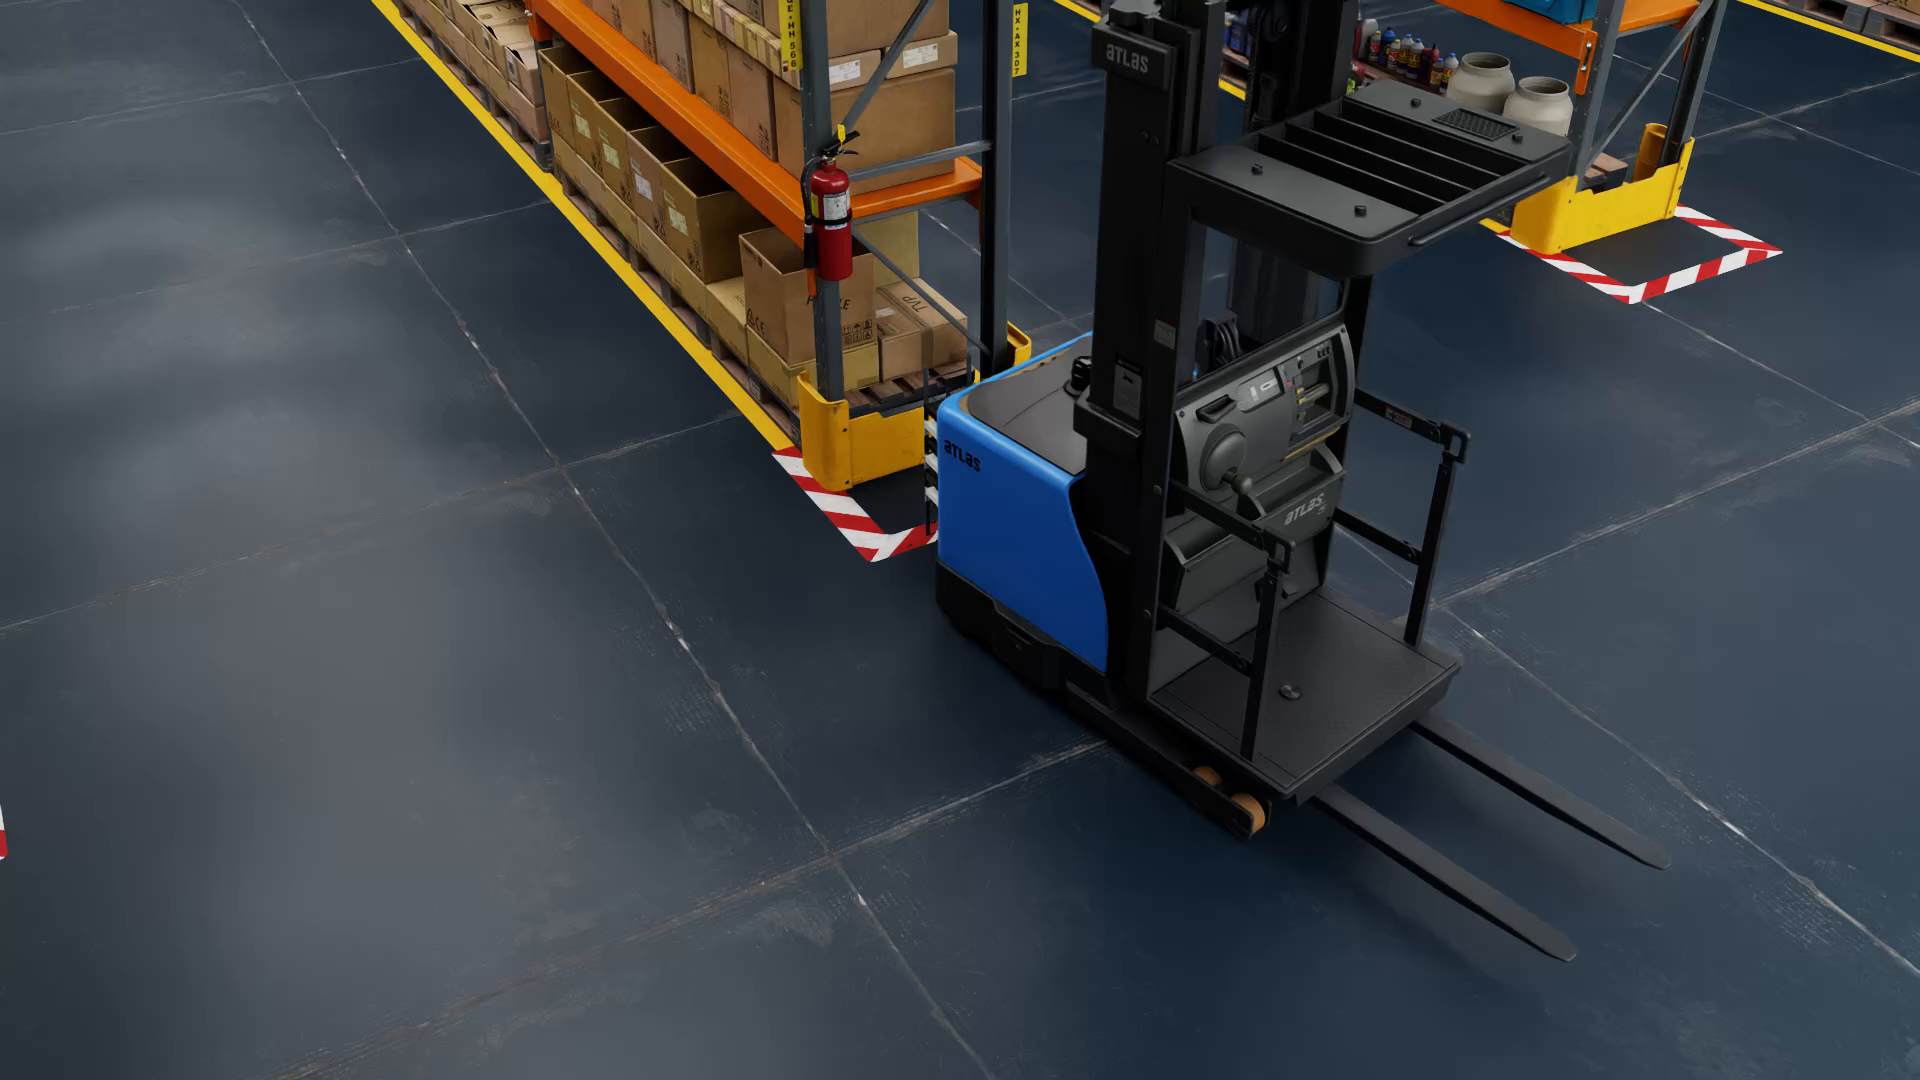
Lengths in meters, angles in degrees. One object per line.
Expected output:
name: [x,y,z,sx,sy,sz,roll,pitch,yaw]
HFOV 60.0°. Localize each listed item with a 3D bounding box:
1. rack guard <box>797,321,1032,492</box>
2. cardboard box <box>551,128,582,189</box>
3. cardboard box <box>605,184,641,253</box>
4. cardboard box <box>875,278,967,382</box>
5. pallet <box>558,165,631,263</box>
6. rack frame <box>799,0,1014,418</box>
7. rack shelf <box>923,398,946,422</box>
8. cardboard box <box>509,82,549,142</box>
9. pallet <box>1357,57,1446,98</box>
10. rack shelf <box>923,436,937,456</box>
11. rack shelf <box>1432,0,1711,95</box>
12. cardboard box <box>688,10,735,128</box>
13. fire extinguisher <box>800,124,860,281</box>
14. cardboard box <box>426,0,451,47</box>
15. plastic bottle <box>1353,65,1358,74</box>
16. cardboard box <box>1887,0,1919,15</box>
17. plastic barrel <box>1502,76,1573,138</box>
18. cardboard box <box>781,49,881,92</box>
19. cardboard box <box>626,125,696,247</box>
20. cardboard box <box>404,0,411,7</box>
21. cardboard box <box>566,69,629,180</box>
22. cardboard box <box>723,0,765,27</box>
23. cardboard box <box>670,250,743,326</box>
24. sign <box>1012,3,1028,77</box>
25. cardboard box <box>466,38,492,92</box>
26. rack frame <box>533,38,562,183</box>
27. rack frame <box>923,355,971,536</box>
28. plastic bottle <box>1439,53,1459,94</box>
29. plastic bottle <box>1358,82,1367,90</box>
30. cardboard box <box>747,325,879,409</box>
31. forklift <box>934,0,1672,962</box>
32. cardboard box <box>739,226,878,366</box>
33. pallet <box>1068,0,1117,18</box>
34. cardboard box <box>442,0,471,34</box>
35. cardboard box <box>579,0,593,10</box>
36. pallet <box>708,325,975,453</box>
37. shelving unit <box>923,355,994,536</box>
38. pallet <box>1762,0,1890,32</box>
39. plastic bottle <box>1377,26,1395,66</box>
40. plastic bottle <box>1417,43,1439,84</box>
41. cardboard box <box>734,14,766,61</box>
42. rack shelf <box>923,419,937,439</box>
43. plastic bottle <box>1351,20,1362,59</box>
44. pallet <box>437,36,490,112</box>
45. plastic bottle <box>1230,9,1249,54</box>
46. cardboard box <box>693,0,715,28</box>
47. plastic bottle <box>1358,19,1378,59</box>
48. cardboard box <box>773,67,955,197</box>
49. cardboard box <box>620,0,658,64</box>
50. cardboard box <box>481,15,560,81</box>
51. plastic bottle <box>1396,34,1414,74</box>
rack guard: [-0.212,-0.682,8.260,1.175,0.500,0.348,-19,40,-24]
cardboard box: [-2.263,-2.476,10.572,0.500,0.250,0.500,-19,40,-24]
cardboard box: [-1.770,-1.963,9.870,0.500,0.250,0.500,-19,40,-24]
cardboard box: [-0.302,-1.102,8.691,0.500,0.250,0.500,-19,40,-24]
pallet: [-1.871,-2.199,10.582,1.003,0.211,1.213,-19,40,-24]
rack frame: [-0.225,-1.704,7.539,1.000,3.000,0.127,-19,40,-24]
rack shelf: [-0.004,-0.559,7.350,0.258,0.077,0.200,-19,40,-24]
cardboard box: [-2.693,-2.928,11.191,0.500,0.250,0.500,-19,40,-24]
pallet: [2.969,-3.105,11.823,1.003,0.211,1.213,-19,40,-24]
rack shelf: [-0.004,-0.413,7.457,0.258,0.077,0.200,-19,40,-24]
rack shelf: [3.055,-3.899,11.155,1.077,0.370,4.000,-19,40,-24]
cardboard box: [-0.960,-2.507,8.555,0.700,0.500,0.500,-19,40,-24]
fire extinguisher: [-0.567,-1.474,7.291,0.296,0.674,0.183,-19,40,-24]
cardboard box: [-3.715,-3.969,12.616,0.500,0.250,0.500,-20,41,-25]
plastic bottle: [2.655,-3.190,11.511,0.152,0.276,0.135,-19,40,-24]
cardboard box: [7.713,-4.415,13.015,0.500,0.500,0.500,-9,37,-12]
plastic barrel: [3.663,-2.647,10.585,0.421,0.512,0.421,0,36,0]
cardboard box: [-0.581,-2.144,7.508,0.380,0.149,0.250,-20,40,-25]
cardboard box: [-1.516,-2.012,9.301,0.500,0.500,0.500,-19,40,-24]
cardboard box: [-4.235,-4.488,13.327,0.500,0.250,0.500,-19,40,-24]
cardboard box: [-2.014,-2.523,10.001,0.500,0.500,0.500,-19,40,-24]
cardboard box: [-0.744,-2.803,7.860,0.700,0.500,0.500,-20,41,-25]
cardboard box: [-1.264,-1.455,9.174,0.500,0.250,0.500,-19,40,-24]
sign: [0.258,-2.246,7.481,0.100,0.325,0.005,-19,40,-24]
cardboard box: [-3.203,-3.447,11.902,0.500,0.250,0.500,-18,40,-23]
rack frame: [-2.234,-3.743,10.332,1.000,3.000,0.127,-19,40,-24]
rack frame: [-0.055,-0.419,7.561,0.240,0.900,0.006,-19,40,-24]
plastic bottle: [3.419,-3.262,11.614,0.097,0.271,0.097,0,36,0]
plastic bottle: [2.758,-3.024,11.346,0.097,0.201,0.097,0,36,0]
cardboard box: [-0.749,-0.949,8.481,0.500,0.250,0.500,-19,40,-24]
forklift: [1.245,-0.413,5.831,1.130,2.935,3.031,-28,44,-32]
cardboard box: [-0.751,-1.251,8.259,0.500,0.500,0.500,-19,40,-24]
pallet: [1.622,-4.472,13.694,1.003,0.211,1.213,-19,40,-24]
cardboard box: [-3.450,-3.927,12.083,0.500,0.311,0.500,-19,40,-24]
cardboard box: [-2.006,-3.559,9.995,0.700,0.500,0.500,-20,41,-25]
pallet: [-0.645,-0.955,8.879,1.003,0.211,1.213,-19,40,-24]
shelving unit: [-0.004,-0.367,7.490,0.258,0.900,0.210,-19,40,-24]
pallet: [7.318,-4.596,13.864,1.003,0.211,1.213,-19,40,-24]
plastic bottle: [3.094,-3.591,12.064,0.097,0.271,0.097,0,36,0]
plastic bottle: [3.321,-3.388,11.775,0.061,0.283,0.133,-18,40,-23]
cardboard box: [-0.843,-2.408,7.869,0.380,0.149,0.250,-20,40,-25]
rack shelf: [-0.004,-0.486,7.404,0.258,0.077,0.200,-19,40,-24]
plastic bottle: [2.868,-3.668,12.160,0.061,0.283,0.133,-19,40,-24]
pallet: [-3.255,-3.604,12.506,1.003,0.211,1.213,-19,40,-24]
plastic bottle: [2.097,-3.783,12.259,0.144,0.351,0.185,-18,40,-23]
cardboard box: [-1.099,-2.670,8.228,0.380,0.149,0.250,-18,40,-23]
plastic bottle: [2.960,-3.697,12.205,0.152,0.276,0.135,-18,40,-23]
cardboard box: [-0.448,-1.986,7.841,0.700,0.500,0.500,-19,40,-24]
cardboard box: [-1.487,-3.035,9.278,0.700,0.500,0.500,-18,40,-23]
cardboard box: [-2.952,-3.414,11.381,0.500,0.311,0.500,-18,40,-23]
plastic bottle: [3.196,-3.488,11.923,0.097,0.271,0.097,0,36,0]
